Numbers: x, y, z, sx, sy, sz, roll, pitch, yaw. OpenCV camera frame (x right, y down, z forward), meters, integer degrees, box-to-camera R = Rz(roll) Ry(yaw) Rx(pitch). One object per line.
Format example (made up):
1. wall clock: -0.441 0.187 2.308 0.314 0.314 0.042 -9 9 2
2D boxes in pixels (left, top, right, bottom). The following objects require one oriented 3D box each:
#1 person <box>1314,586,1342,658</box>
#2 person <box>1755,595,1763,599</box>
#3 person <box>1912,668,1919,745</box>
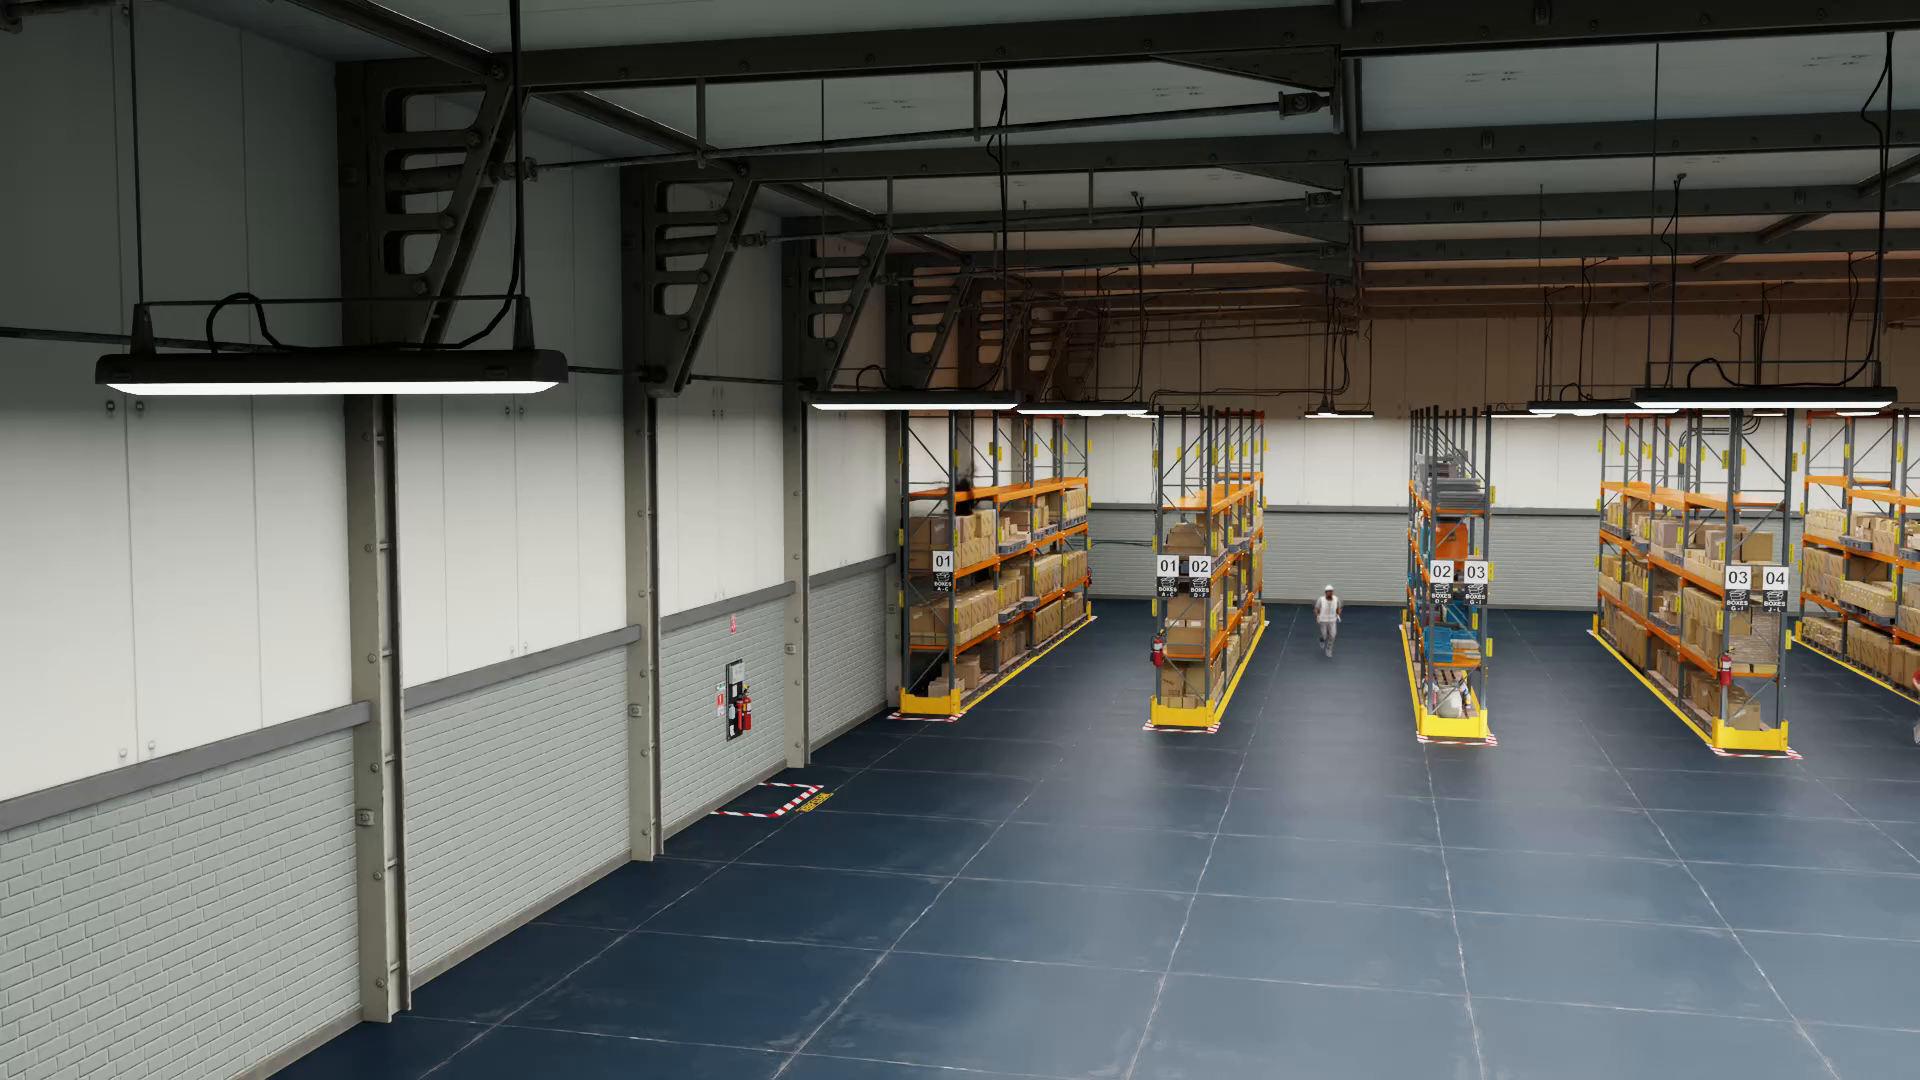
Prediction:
1. person: 8.947 1.964 40.436 0.669 1.736 0.689 0 4 2
2. person: 21.467 1.729 44.635 0.775 1.624 0.716 1 4 8
3. person: 17.024 2.798 29.026 0.643 1.678 0.591 0 4 -3
